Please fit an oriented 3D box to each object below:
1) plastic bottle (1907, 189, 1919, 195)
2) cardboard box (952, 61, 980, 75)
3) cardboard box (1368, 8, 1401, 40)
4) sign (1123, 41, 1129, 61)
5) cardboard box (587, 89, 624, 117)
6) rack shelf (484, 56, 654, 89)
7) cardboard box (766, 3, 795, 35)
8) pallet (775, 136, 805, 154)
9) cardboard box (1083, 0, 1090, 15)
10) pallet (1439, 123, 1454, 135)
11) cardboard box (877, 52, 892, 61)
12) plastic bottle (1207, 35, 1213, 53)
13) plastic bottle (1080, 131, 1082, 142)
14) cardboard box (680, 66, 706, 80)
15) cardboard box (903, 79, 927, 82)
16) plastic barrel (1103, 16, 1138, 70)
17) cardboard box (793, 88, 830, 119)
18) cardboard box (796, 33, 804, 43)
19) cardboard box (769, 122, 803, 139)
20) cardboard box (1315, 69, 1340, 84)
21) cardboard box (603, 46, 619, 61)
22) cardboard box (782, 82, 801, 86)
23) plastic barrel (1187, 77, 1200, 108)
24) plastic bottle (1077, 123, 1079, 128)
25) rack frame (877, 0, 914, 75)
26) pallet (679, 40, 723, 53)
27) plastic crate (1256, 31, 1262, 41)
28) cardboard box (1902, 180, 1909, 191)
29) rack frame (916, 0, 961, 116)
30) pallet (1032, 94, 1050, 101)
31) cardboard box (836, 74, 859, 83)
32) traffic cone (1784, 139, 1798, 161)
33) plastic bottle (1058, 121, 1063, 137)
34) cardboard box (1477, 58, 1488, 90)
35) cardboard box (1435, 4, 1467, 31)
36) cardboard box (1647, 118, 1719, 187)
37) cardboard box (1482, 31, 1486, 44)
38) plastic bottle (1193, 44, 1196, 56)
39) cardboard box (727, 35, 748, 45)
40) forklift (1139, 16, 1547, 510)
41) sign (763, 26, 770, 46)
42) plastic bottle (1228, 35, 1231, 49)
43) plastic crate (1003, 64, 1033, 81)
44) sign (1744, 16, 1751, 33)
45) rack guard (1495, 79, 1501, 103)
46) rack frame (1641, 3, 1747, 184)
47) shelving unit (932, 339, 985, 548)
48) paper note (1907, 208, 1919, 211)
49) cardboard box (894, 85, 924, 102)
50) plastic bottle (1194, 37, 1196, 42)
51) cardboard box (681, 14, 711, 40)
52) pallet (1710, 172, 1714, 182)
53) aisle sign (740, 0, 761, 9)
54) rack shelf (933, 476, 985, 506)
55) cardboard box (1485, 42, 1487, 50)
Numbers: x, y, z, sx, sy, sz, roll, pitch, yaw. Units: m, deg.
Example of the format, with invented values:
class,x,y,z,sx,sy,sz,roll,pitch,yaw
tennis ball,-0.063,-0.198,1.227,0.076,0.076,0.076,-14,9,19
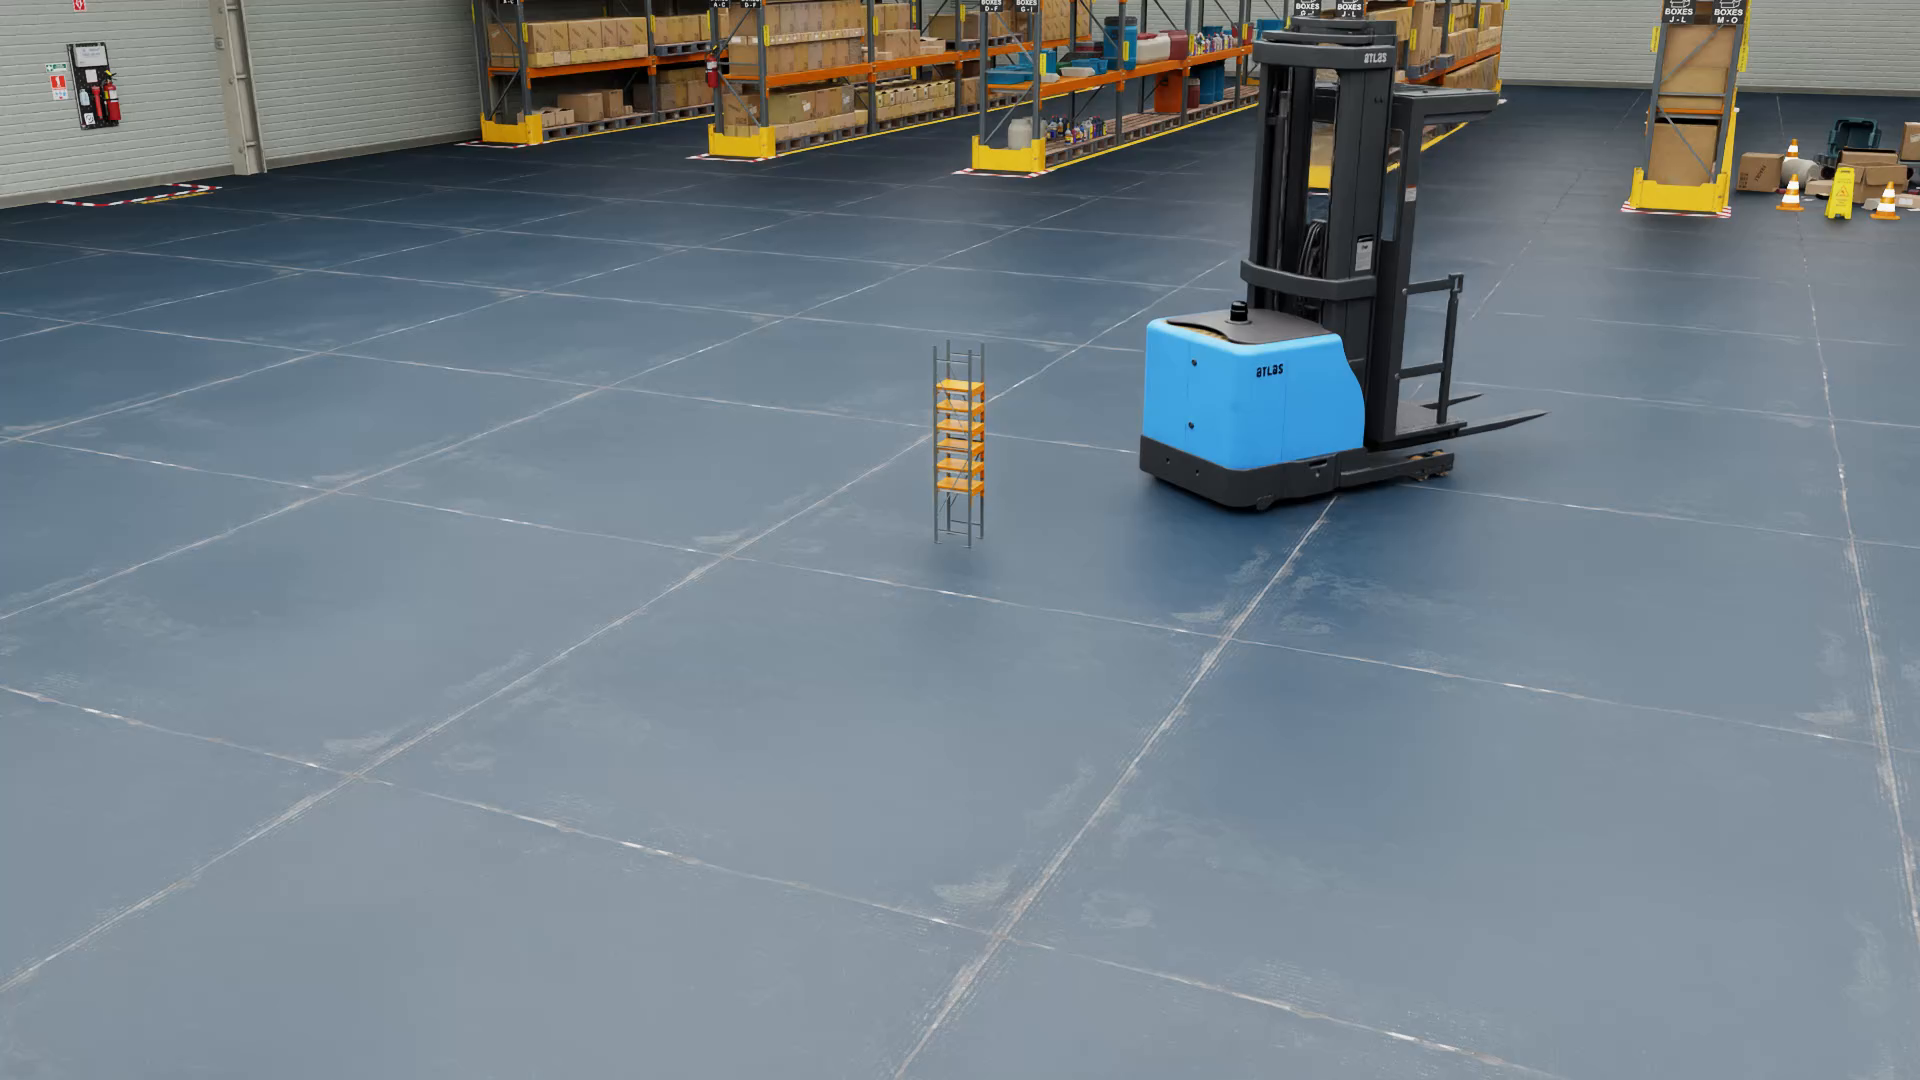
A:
class,x,y,z,sx,sy,sz,roll,pitch,yaw
plastic bottle,13.749,-5.012,23.970,0.133,0.061,0.283,13,23,32
cardboard box,0.152,-10.508,36.995,0.500,0.250,0.500,8,21,22
cardboard box,6.605,-8.070,26.100,0.500,0.500,0.500,9,21,23
sign,2.926,-8.624,29.329,0.100,0.325,0.005,9,21,23
cardboard box,-6.998,-8.639,32.857,0.500,0.500,0.500,7,21,19
rack shelf,-7.429,-8.982,31.821,1.077,0.370,4.000,9,21,23
cardboard box,-3.292,-9.008,28.735,0.700,0.500,0.500,8,21,21
pallet,-3.452,-6.956,29.214,1.003,0.211,1.213,9,21,23
cardboard box,2.894,-13.266,41.154,0.500,0.500,0.500,8,21,22
pallet,8.977,-8.033,32.241,1.003,0.211,1.213,9,21,23
cardboard box,-1.540,-9.378,32.237,0.380,0.149,0.250,9,21,23
plastic bottle,5.176,-10.332,34.619,0.144,0.351,0.185,9,21,23
plastic bottle,2.039,-6.916,28.458,0.097,0.201,0.097,0,20,0
cardboard box,-5.716,-9.987,35.529,0.500,0.250,0.500,8,21,22
cardboard box,-0.933,-9.523,34.910,0.500,0.311,0.500,9,22,25
plastic barrel,2.863,-8.885,29.729,0.600,0.901,0.708,9,21,23
cardboard box,-2.688,-7.878,30.002,0.500,0.500,0.500,9,21,23
cardboard box,-2.948,-8.790,29.090,0.380,0.149,0.250,8,21,21
cardboard box,-3.103,-7.220,29.270,0.500,0.250,0.500,9,21,23
cardboard box,5.560,-7.022,24.644,0.875,0.500,0.500,9,21,23
cardboard box,-6.931,-9.377,32.054,0.500,0.250,0.500,8,21,22
cardboard box,-4.186,-10.814,38.480,0.750,0.750,0.750,8,21,22
plastic barrel,4.714,-9.354,34.767,0.600,0.588,0.708,9,21,23
plastic bottle,2.049,-7.072,28.774,0.061,0.283,0.133,9,21,23
rack frame,-1.696,-13.600,43.735,1.000,3.000,0.127,9,21,23
pallet,-5.745,-10.454,35.173,1.003,0.211,1.213,9,21,23
plastic crate,6.735,-11.527,38.066,0.416,0.233,0.300,9,21,23
cardboard box,13.697,-5.291,24.449,0.258,0.266,0.396,-5,20,-15
rack frame,-0.451,-10.476,34.950,1.000,3.000,0.127,9,21,23
pallet,1.469,-10.595,39.446,1.003,0.211,1.213,9,21,23
cardboard box,-2.934,-11.612,41.248,0.700,0.500,0.500,9,21,23
traffic cone,13.358,-6.189,26.681,0.336,0.463,0.334,9,21,23
plastic bottle,1.770,-7.244,29.276,0.097,0.271,0.097,0,20,0
cardboard box,10.935,-10.001,36.159,0.875,0.875,0.875,9,21,23
cardboard box,9.678,-10.454,33.241,0.797,0.503,0.637,9,21,23
cardboard box,10.010,-5.372,23.142,0.875,0.875,0.875,9,21,23
cardboard box,10.863,-10.667,35.267,0.500,0.250,0.500,8,21,22
plastic bottle,4.715,-9.923,33.568,0.061,0.283,0.133,9,21,23
cardboard box,-3.744,-8.526,28.350,0.380,0.149,0.250,8,21,22
forklift,2.724,-1.915,10.978,3.031,2.935,1.130,-11,23,-29
sign,-3.223,-8.398,27.696,0.100,0.325,0.005,9,21,23
plastic bottle,5.785,-10.721,35.814,0.061,0.283,0.133,9,21,23
plastic crate,0.994,-7.672,27.286,0.499,0.251,0.408,9,21,23
sign,13.577,-8.875,28.719,0.100,0.325,0.005,9,21,23
rack guard,11.871,-10.391,38.441,1.175,0.500,0.348,9,21,23
rack frame,9.793,-5.959,22.248,1.000,3.000,0.127,9,21,23
shelving unit,-0.006,-0.561,9.755,0.258,1.200,0.189,9,21,23
paper note,12.921,-4.474,22.503,0.148,0.019,0.142,1,20,4
cardboard box,-1.064,-8.982,33.389,0.500,0.311,0.500,9,22,24
plastic bottle,4.927,-10.567,35.389,0.152,0.276,0.135,9,21,23
cardboard box,-5.645,-10.880,35.280,0.700,0.500,0.500,9,21,23
pallet,10.550,-5.272,24.477,1.003,0.211,1.213,9,21,23
aisle sign,-3.474,-9.193,27.463,0.394,0.787,0.004,9,21,23
rack shelf,-0.006,-0.293,9.851,0.258,0.103,0.180,9,21,23
cardboard box,11.073,-10.585,35.630,0.380,0.149,0.250,8,21,22
